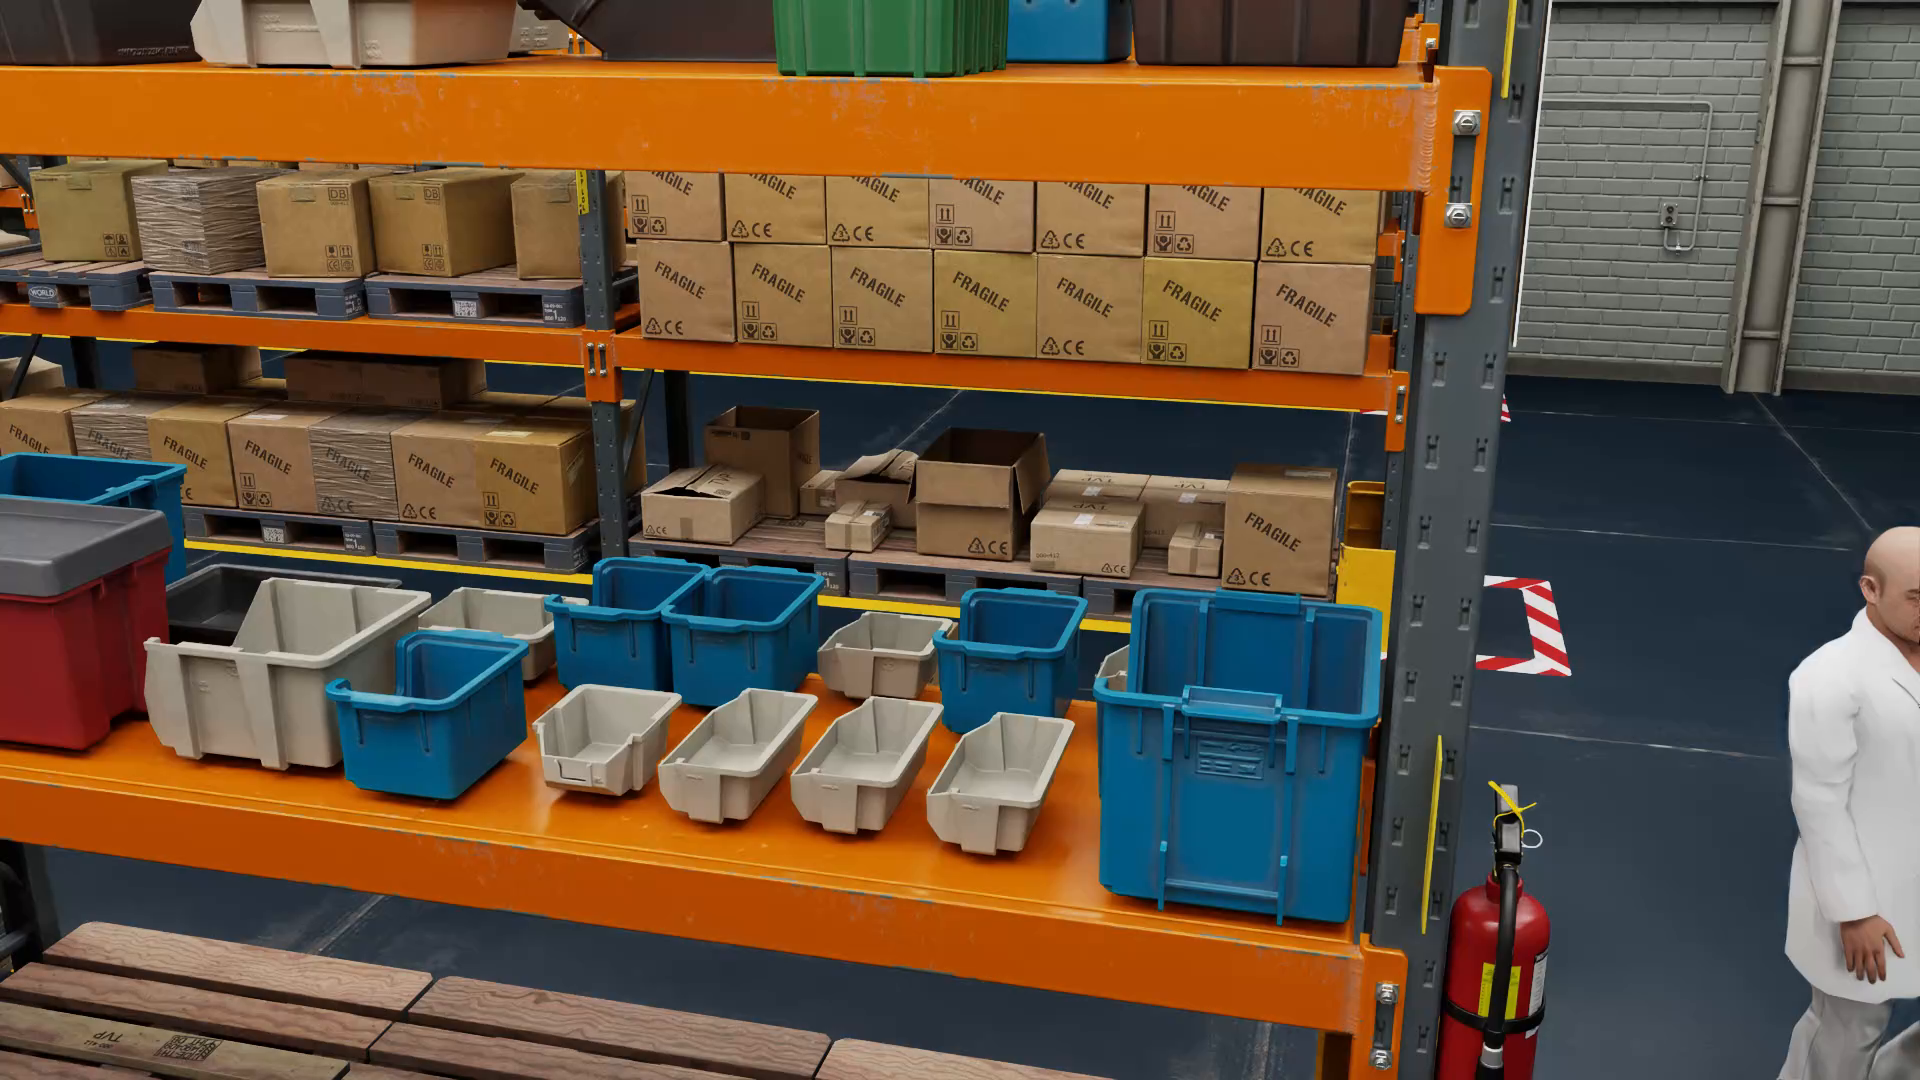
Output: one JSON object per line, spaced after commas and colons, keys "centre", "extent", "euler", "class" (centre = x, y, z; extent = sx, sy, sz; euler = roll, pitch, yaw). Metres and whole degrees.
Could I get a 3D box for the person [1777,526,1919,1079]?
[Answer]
{"centre": [2.244, 0.838, 3.969], "extent": [0.658, 1.794, 0.503], "euler": [-8, 20, -23], "class": "person"}
